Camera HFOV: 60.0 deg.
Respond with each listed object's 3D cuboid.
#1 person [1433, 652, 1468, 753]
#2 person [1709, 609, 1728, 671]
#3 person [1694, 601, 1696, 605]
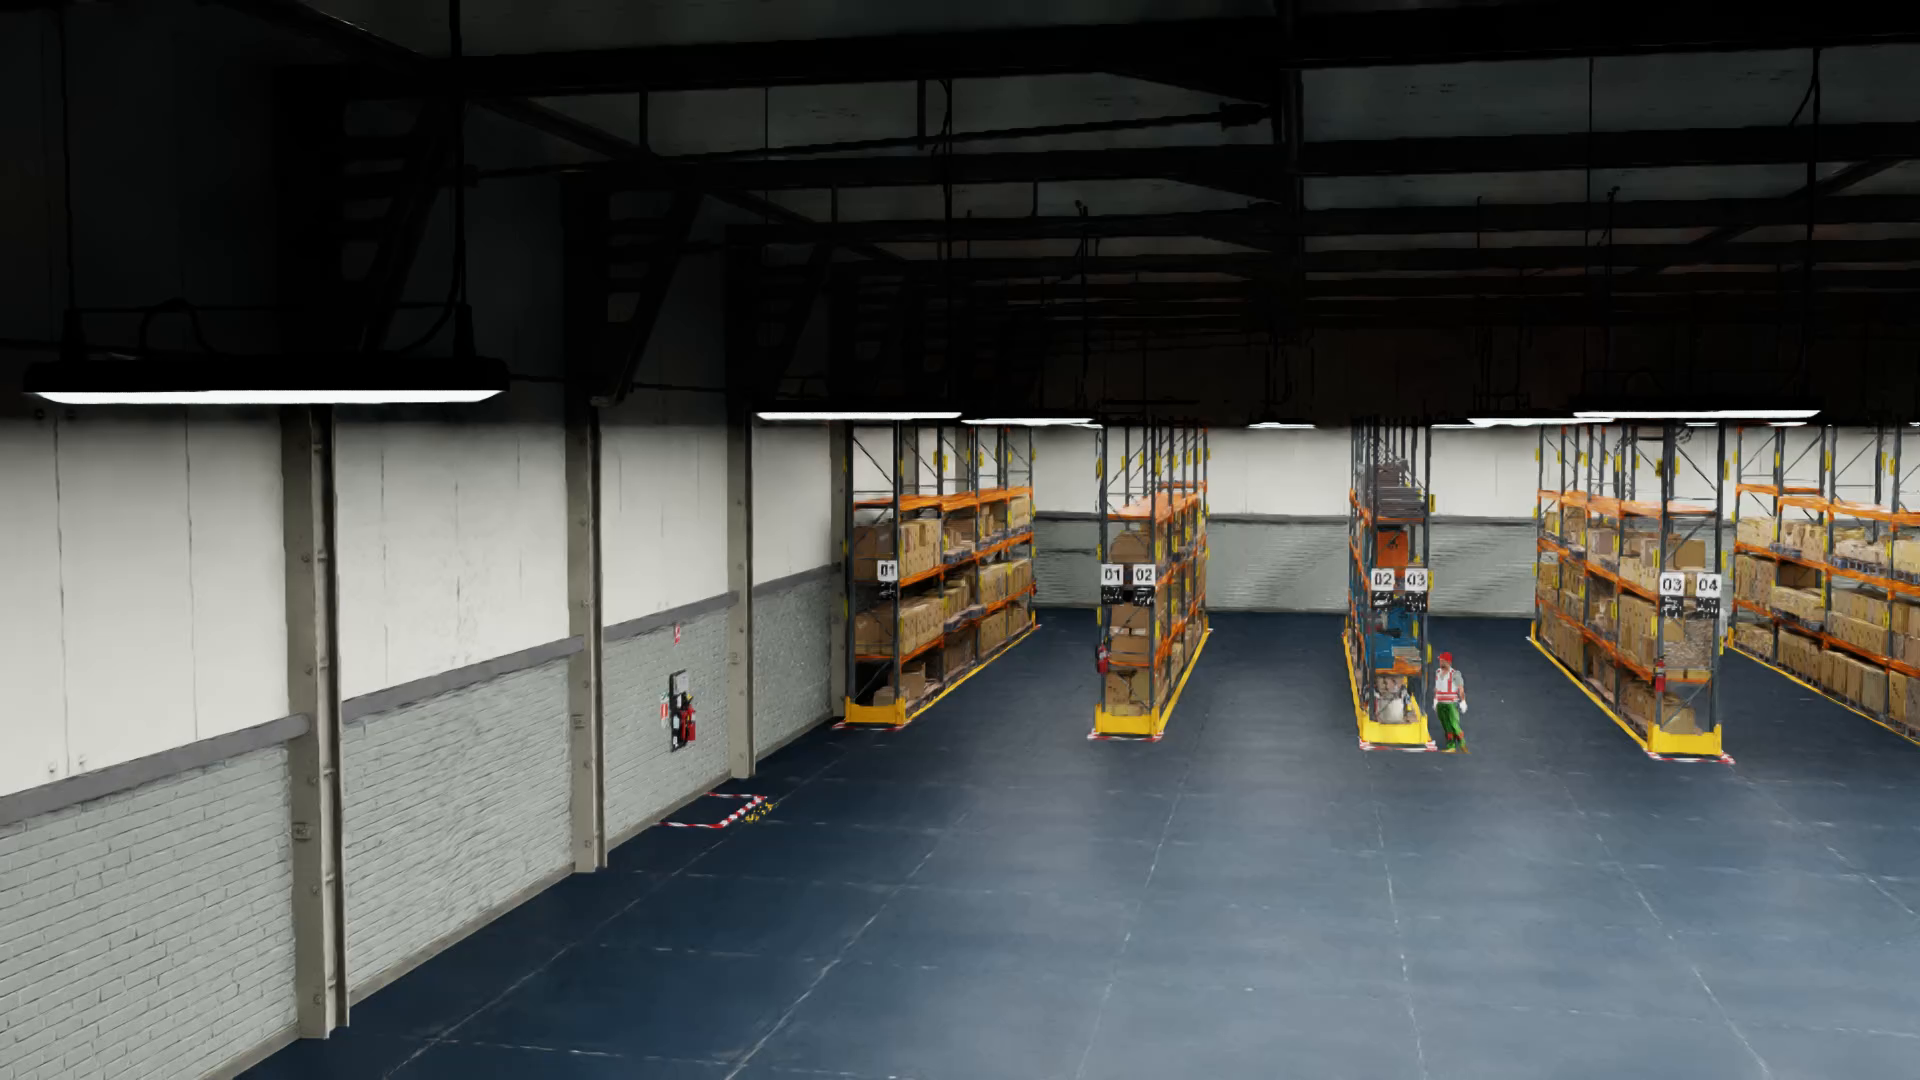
[{"bbox_3d":[8.688,2.876,29.401,0.441,1.779,0.651,-3,5,-37],"label":"person"},{"bbox_3d":[17.919,2.226,39.484,0.588,1.700,1.193,1,4,9],"label":"person"},{"bbox_3d":[20.474,1.868,45.805,0.492,1.609,0.953,2,5,33],"label":"person"}]
